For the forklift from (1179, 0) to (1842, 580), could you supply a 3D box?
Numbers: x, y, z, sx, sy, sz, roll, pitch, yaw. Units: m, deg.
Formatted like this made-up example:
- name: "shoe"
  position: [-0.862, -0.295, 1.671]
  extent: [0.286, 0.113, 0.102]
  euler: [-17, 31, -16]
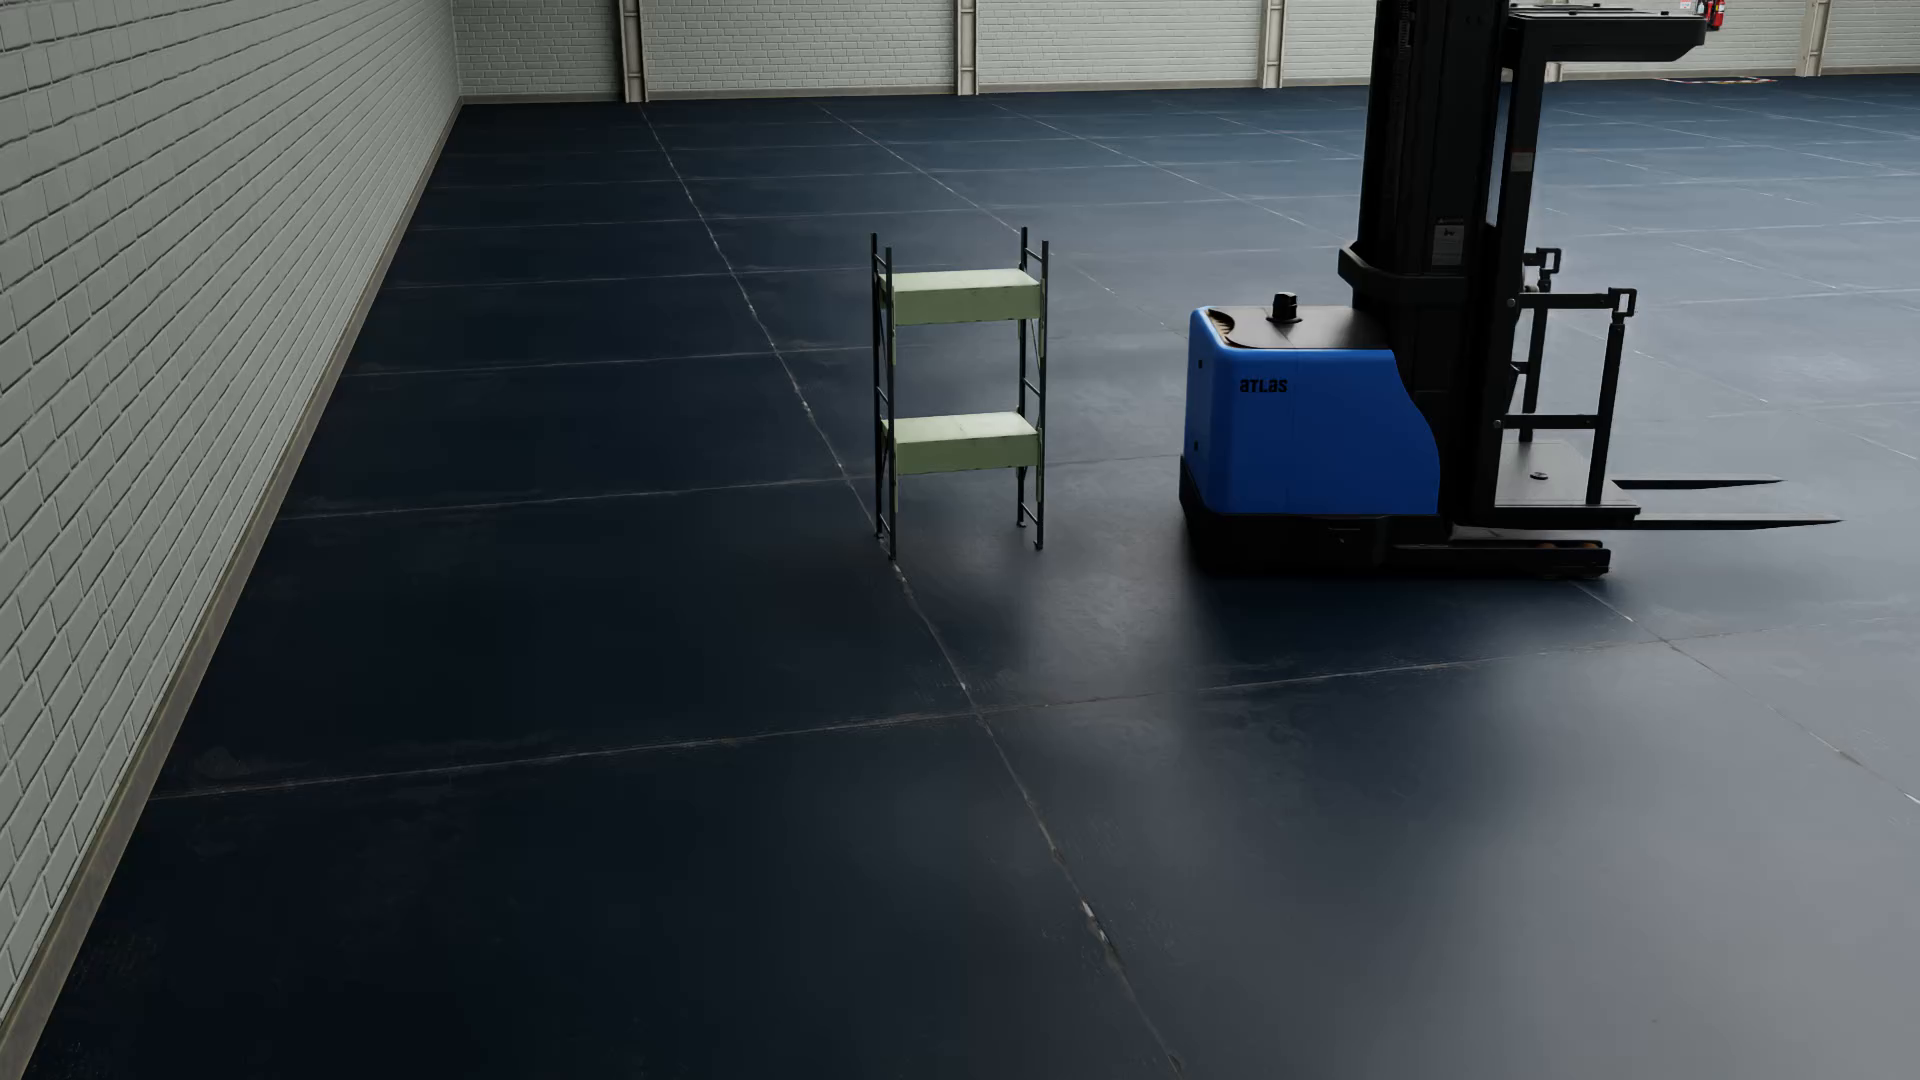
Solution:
- name: "forklift"
  position: [2.647, -1.377, 7.729]
  extent: [3.031, 2.935, 1.130]
  euler: [0, 20, 0]

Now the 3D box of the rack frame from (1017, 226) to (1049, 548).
- name: "rack frame"
  position: [0.350, -0.733, 8.052]
  extent: [0.023, 1.500, 0.400]
  euler: [-5, 21, -12]

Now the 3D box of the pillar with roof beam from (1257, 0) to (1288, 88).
- name: "pillar with roof beam"
  position: [6.945, -11.498, 26.538]
  extent: [0.400, 9.000, 9.100]
  euler: [-5, 21, -12]

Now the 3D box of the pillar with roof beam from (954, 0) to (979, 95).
- name: "pillar with roof beam"
  position: [1.107, -11.023, 25.241]
  extent: [0.400, 9.000, 9.100]
  euler: [-5, 21, -12]

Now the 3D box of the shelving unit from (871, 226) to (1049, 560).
- name: "shelving unit"
  position: [-0.006, -0.704, 7.973]
  extent: [0.755, 1.500, 0.431]
  euler: [-5, 21, -12]

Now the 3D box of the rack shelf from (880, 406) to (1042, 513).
- name: "rack shelf"
  position: [-0.006, -0.398, 8.085]
  extent: [0.720, 0.370, 0.431]
  euler: [-5, 21, -12]

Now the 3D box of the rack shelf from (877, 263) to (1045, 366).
- name: "rack shelf"
  position: [-0.006, -1.070, 7.838]
  extent: [0.720, 0.370, 0.431]
  euler: [-5, 21, -12]

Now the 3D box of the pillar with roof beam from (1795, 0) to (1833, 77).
- name: "pillar with roof beam"
  position: [18.623, -12.448, 29.131]
  extent: [0.400, 9.000, 9.100]
  euler: [-5, 21, -12]

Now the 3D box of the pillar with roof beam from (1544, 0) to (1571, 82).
- name: "pillar with roof beam"
  position: [12.784, -11.973, 27.834]
  extent: [0.400, 9.000, 9.100]
  euler: [-5, 21, -12]

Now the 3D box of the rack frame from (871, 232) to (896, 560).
- name: "rack frame"
  position: [-0.363, -0.675, 7.894]
  extent: [0.023, 1.500, 0.400]
  euler: [-5, 21, -12]

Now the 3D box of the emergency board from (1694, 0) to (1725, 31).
- name: "emergency board"
  position: [15.219, -10.889, 33.597]
  extent: [0.643, 1.169, 0.194]
  euler: [-5, 21, -12]

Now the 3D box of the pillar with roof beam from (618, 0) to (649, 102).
- name: "pillar with roof beam"
  position: [-4.732, -10.548, 23.945]
  extent: [0.400, 9.000, 9.100]
  euler: [-5, 21, -12]

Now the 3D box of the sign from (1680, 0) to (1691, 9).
- name: "sign"
  position: [14.657, -10.897, 33.566]
  extent: [0.234, 0.329, 0.001]
  euler: [-5, 21, -12]
